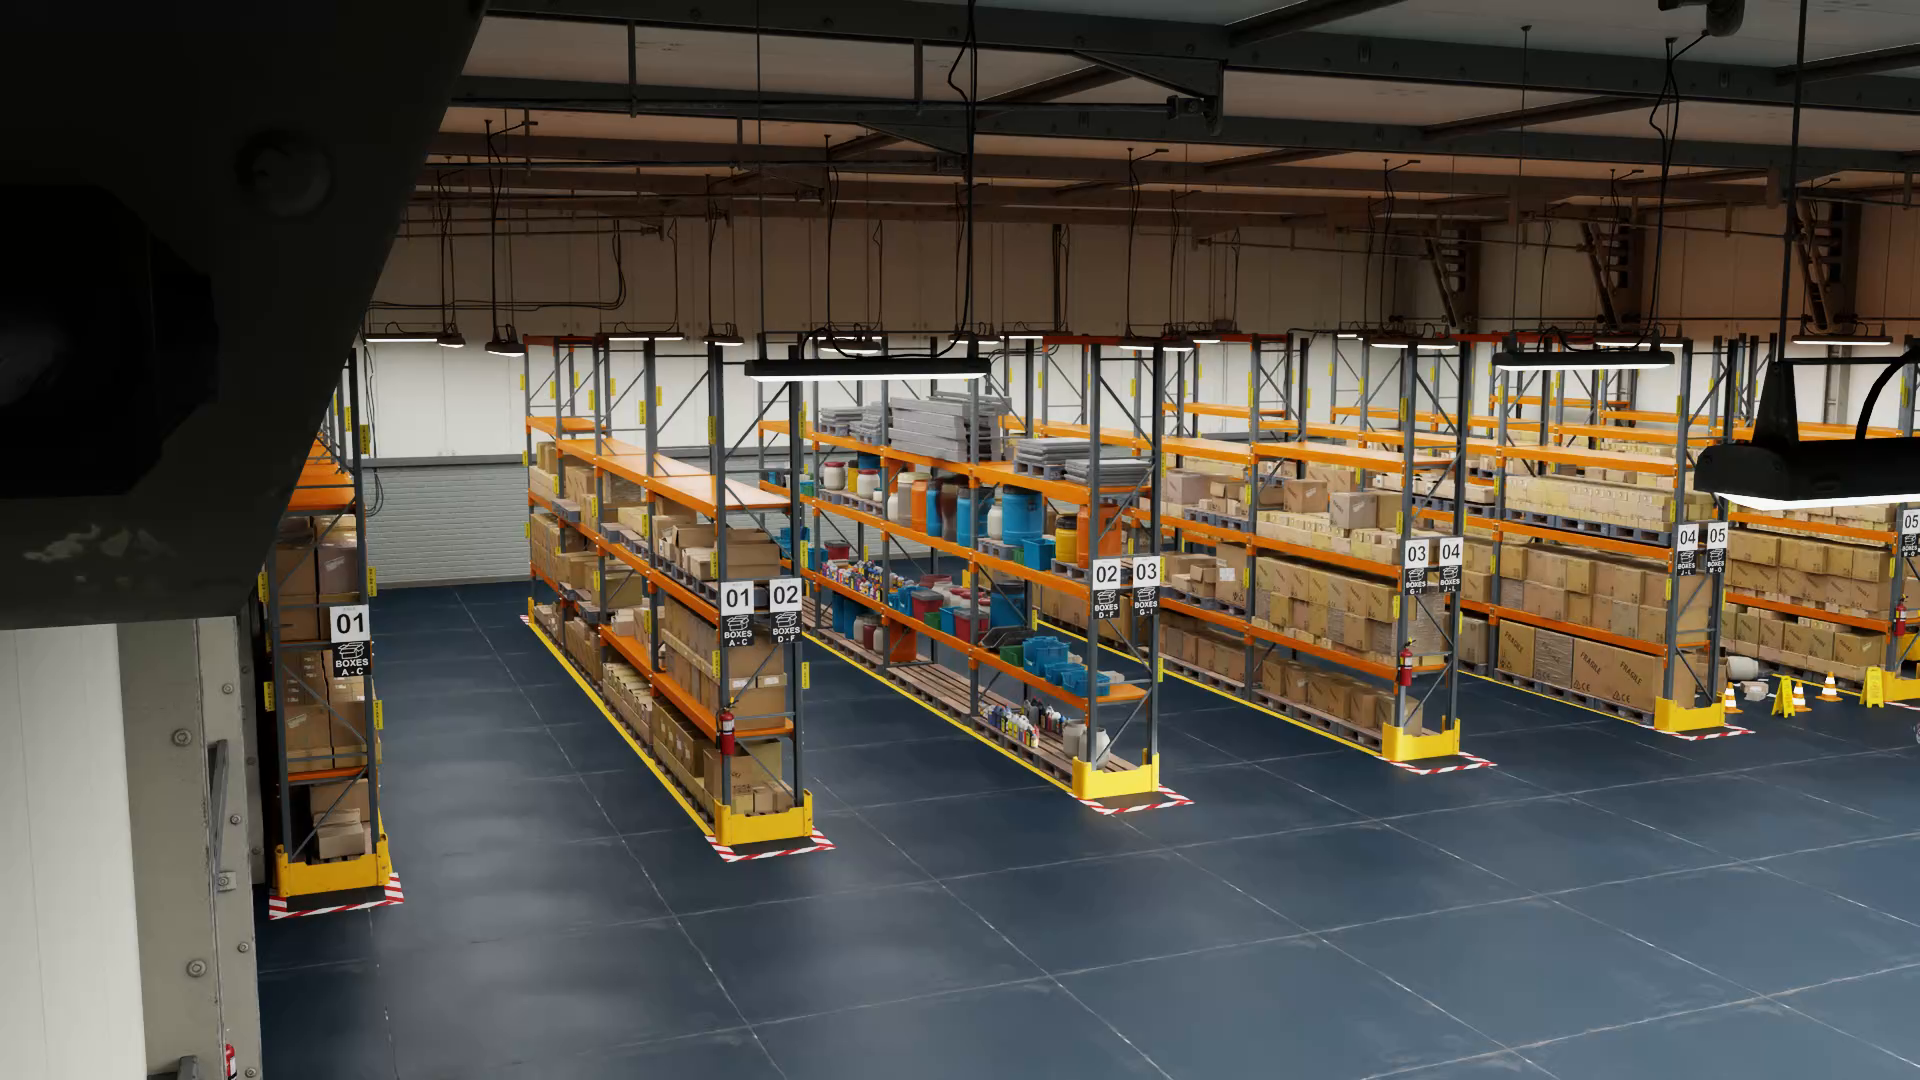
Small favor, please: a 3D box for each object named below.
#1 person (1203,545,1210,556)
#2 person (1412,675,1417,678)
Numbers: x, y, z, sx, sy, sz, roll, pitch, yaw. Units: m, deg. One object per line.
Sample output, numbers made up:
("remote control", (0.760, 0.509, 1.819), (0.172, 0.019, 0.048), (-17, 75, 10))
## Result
("person", (6.697, -0.275, 43.961), (0.775, 1.508, 0.476), (-4, 9, -30))
("person", (7.962, 1.553, 29.531), (0.692, 1.773, 0.442), (6, 10, 38))
